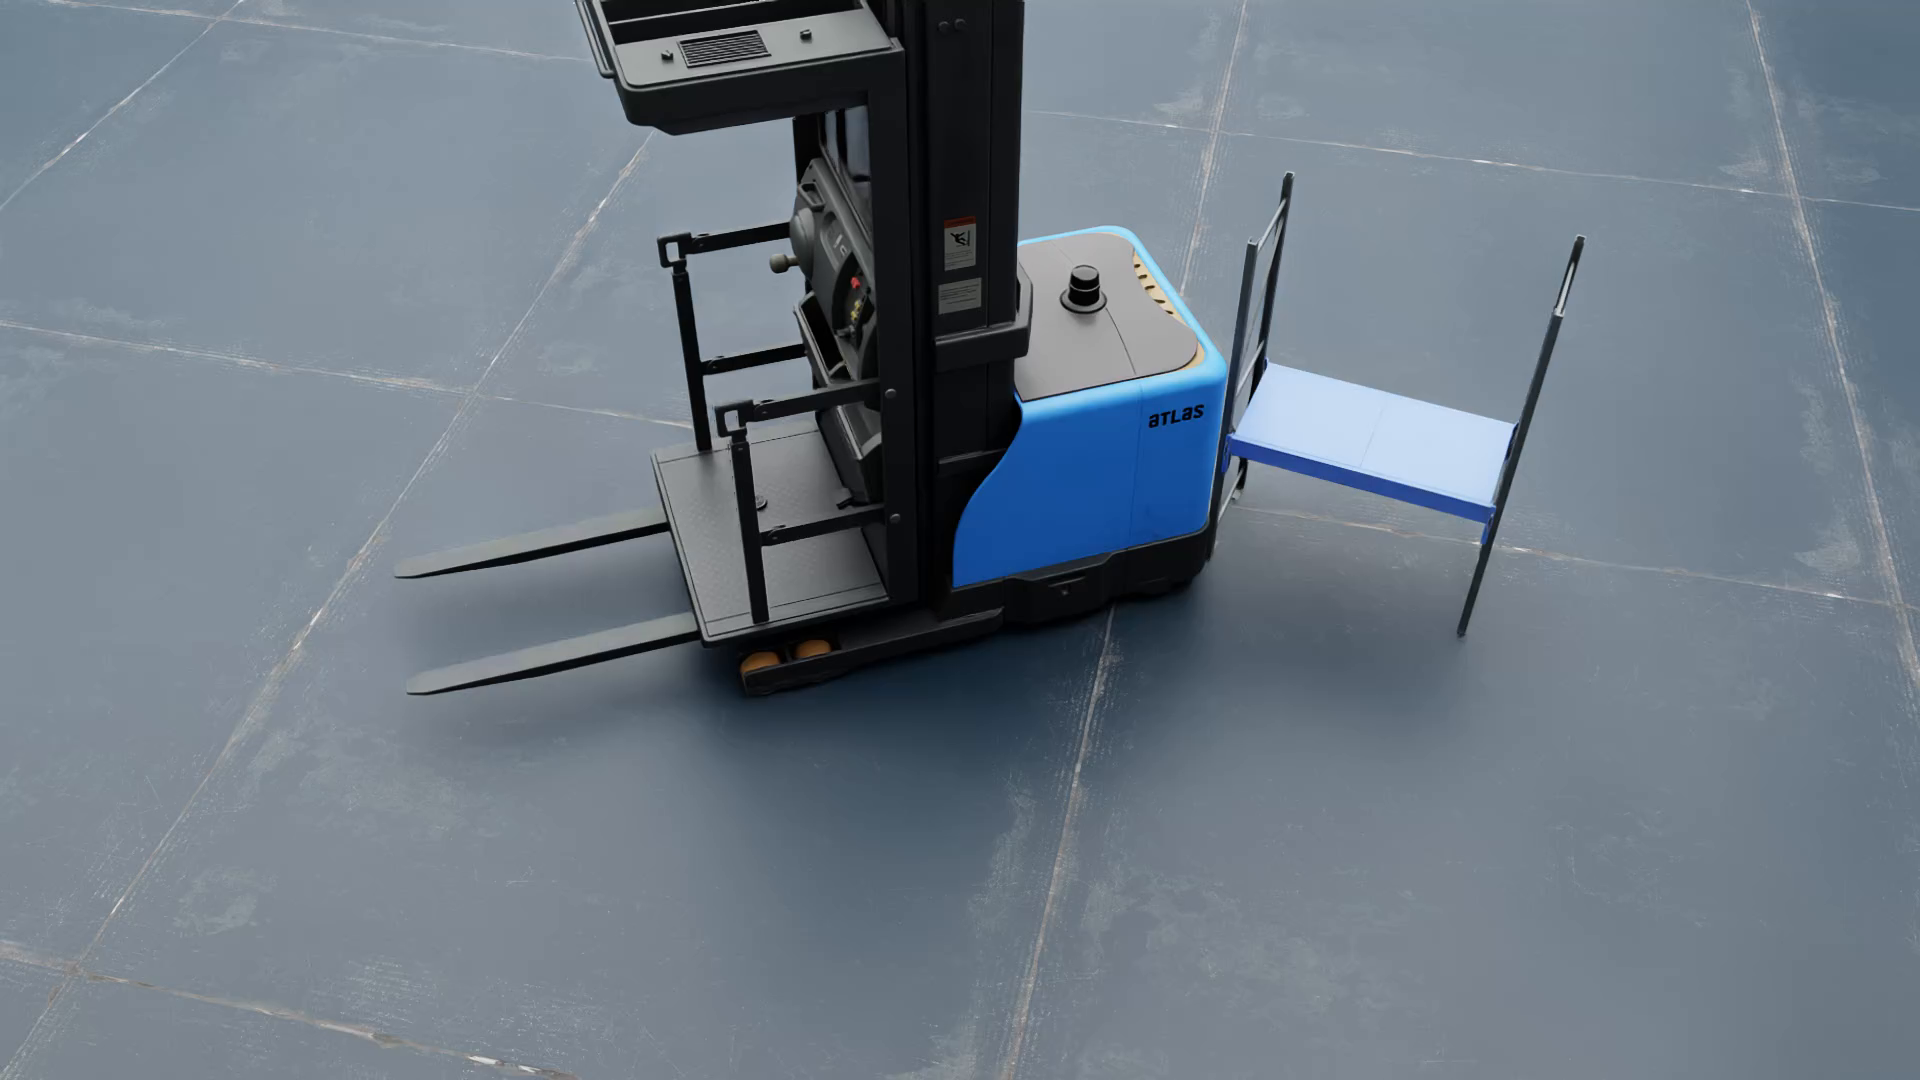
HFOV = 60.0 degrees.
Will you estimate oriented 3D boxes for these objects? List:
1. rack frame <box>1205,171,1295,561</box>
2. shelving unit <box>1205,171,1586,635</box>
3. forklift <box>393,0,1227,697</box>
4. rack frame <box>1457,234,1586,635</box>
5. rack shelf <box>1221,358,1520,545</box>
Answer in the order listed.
[{"bbox_3d":[1.087,-0.620,6.313,0.032,1.500,0.500,17,46,17],"label":"rack frame"},{"bbox_3d":[1.553,-0.480,6.167,1.048,1.500,0.538,17,46,17],"label":"shelving unit"},{"bbox_3d":[-0.613,-0.896,5.567,3.031,2.935,1.130,-13,45,-13],"label":"forklift"},{"bbox_3d":[2.020,-0.339,6.021,0.032,1.500,0.500,17,46,17],"label":"rack frame"},{"bbox_3d":[1.553,-0.350,6.292,1.000,0.185,0.538,17,46,17],"label":"rack shelf"}]
